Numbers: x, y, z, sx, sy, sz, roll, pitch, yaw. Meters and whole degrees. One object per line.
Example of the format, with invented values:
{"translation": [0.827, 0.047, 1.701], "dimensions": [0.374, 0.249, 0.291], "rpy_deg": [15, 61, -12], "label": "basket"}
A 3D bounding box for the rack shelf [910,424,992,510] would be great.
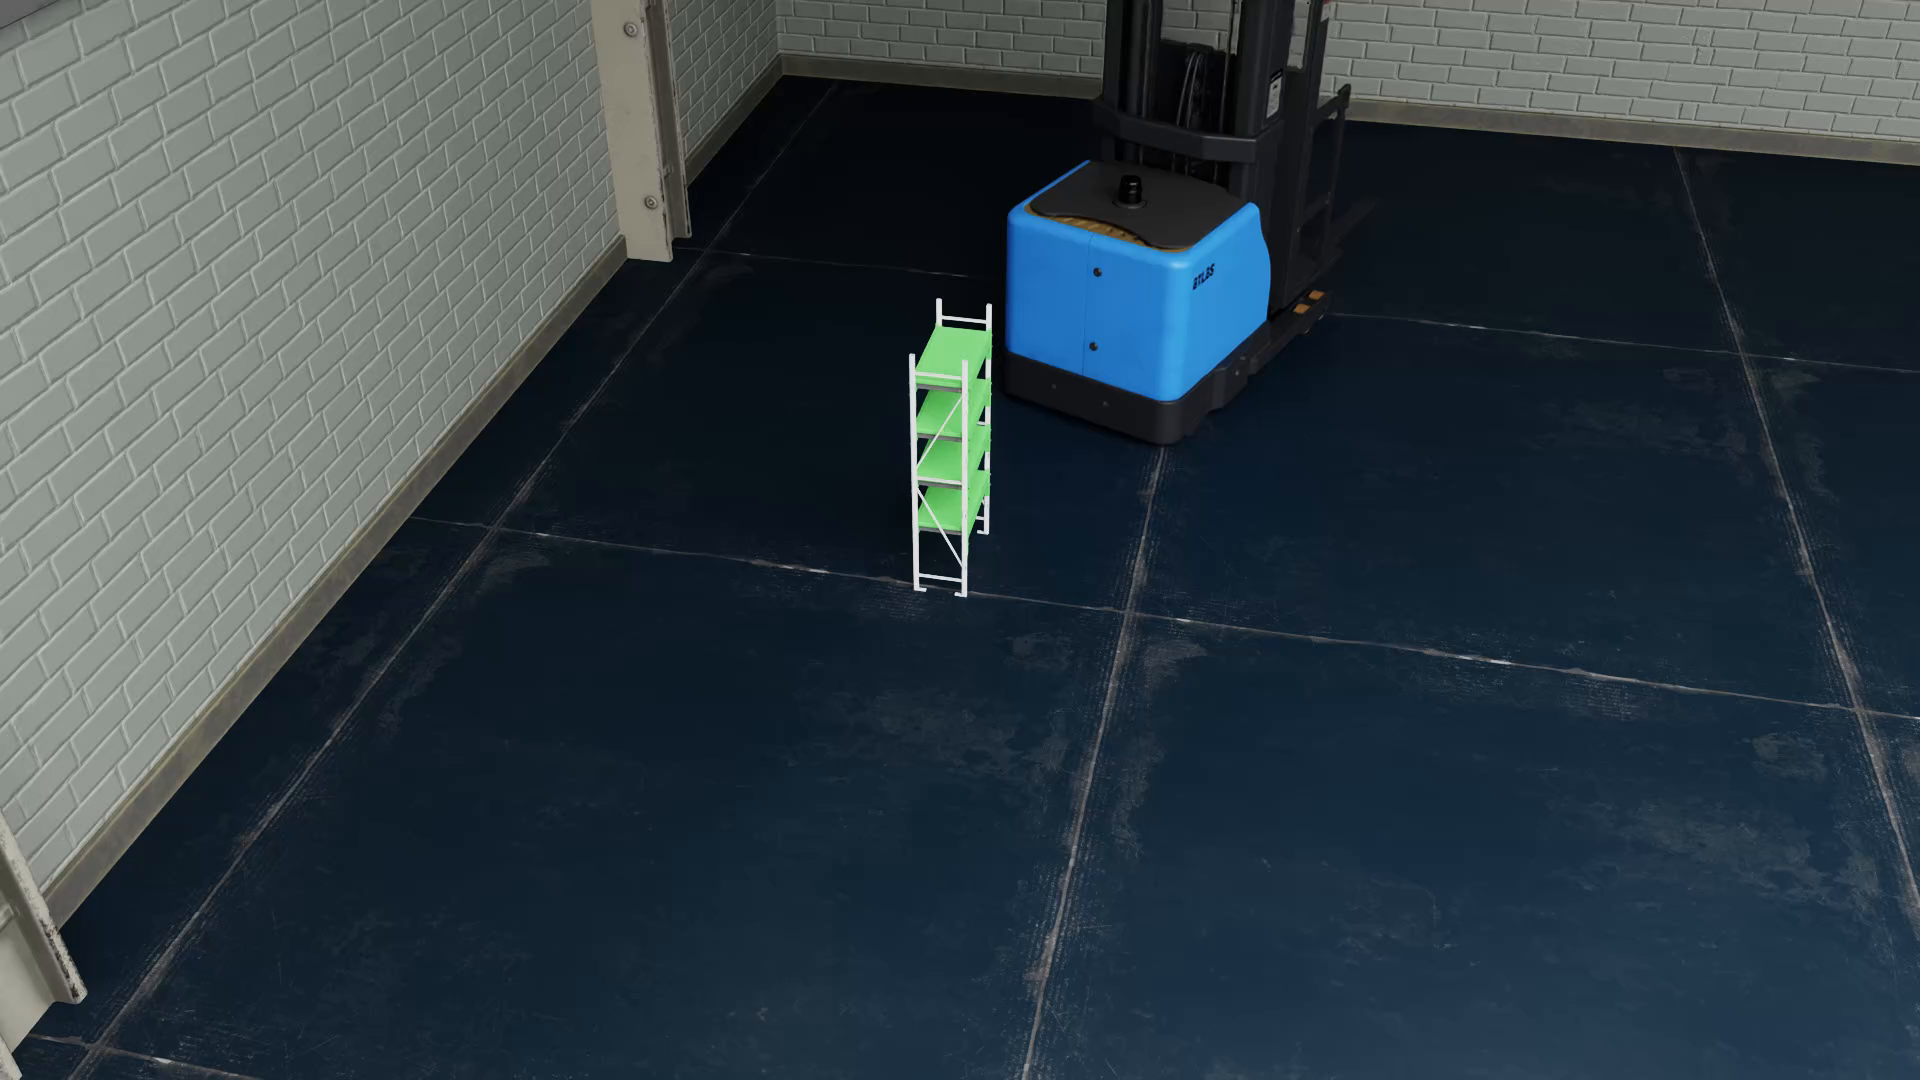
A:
{"translation": [-0.035, -0.339, 7.304], "dimensions": [0.258, 0.148, 0.480], "rpy_deg": [7, 37, 10], "label": "rack shelf"}

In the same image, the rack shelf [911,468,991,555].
{"translation": [-0.035, -0.145, 7.445], "dimensions": [0.258, 0.148, 0.480], "rpy_deg": [7, 37, 10], "label": "rack shelf"}

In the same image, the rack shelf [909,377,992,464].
{"translation": [-0.035, -0.534, 7.164], "dimensions": [0.258, 0.148, 0.480], "rpy_deg": [7, 37, 10], "label": "rack shelf"}

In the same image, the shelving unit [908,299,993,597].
{"translation": [-0.035, -0.391, 7.267], "dimensions": [0.258, 1.200, 0.503], "rpy_deg": [7, 37, 10], "label": "shelving unit"}

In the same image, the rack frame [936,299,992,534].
{"translation": [0.017, -0.531, 7.460], "dimensions": [0.240, 1.200, 0.015], "rpy_deg": [7, 37, 10], "label": "rack frame"}

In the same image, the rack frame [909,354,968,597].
{"translation": [-0.087, -0.251, 7.074], "dimensions": [0.240, 1.200, 0.015], "rpy_deg": [7, 37, 10], "label": "rack frame"}

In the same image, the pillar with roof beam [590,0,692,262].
{"translation": [2.341, -4.920, 6.870], "dimensions": [9.100, 9.000, 0.400], "rpy_deg": [7, 37, 10], "label": "pillar with roof beam"}

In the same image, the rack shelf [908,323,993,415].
{"translation": [-0.035, -0.728, 7.023], "dimensions": [0.258, 0.148, 0.480], "rpy_deg": [7, 37, 10], "label": "rack shelf"}

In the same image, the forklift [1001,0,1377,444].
{"translation": [1.457, -2.490, 8.687], "dimensions": [1.130, 2.935, 3.031], "rpy_deg": [22, 41, 27], "label": "forklift"}
